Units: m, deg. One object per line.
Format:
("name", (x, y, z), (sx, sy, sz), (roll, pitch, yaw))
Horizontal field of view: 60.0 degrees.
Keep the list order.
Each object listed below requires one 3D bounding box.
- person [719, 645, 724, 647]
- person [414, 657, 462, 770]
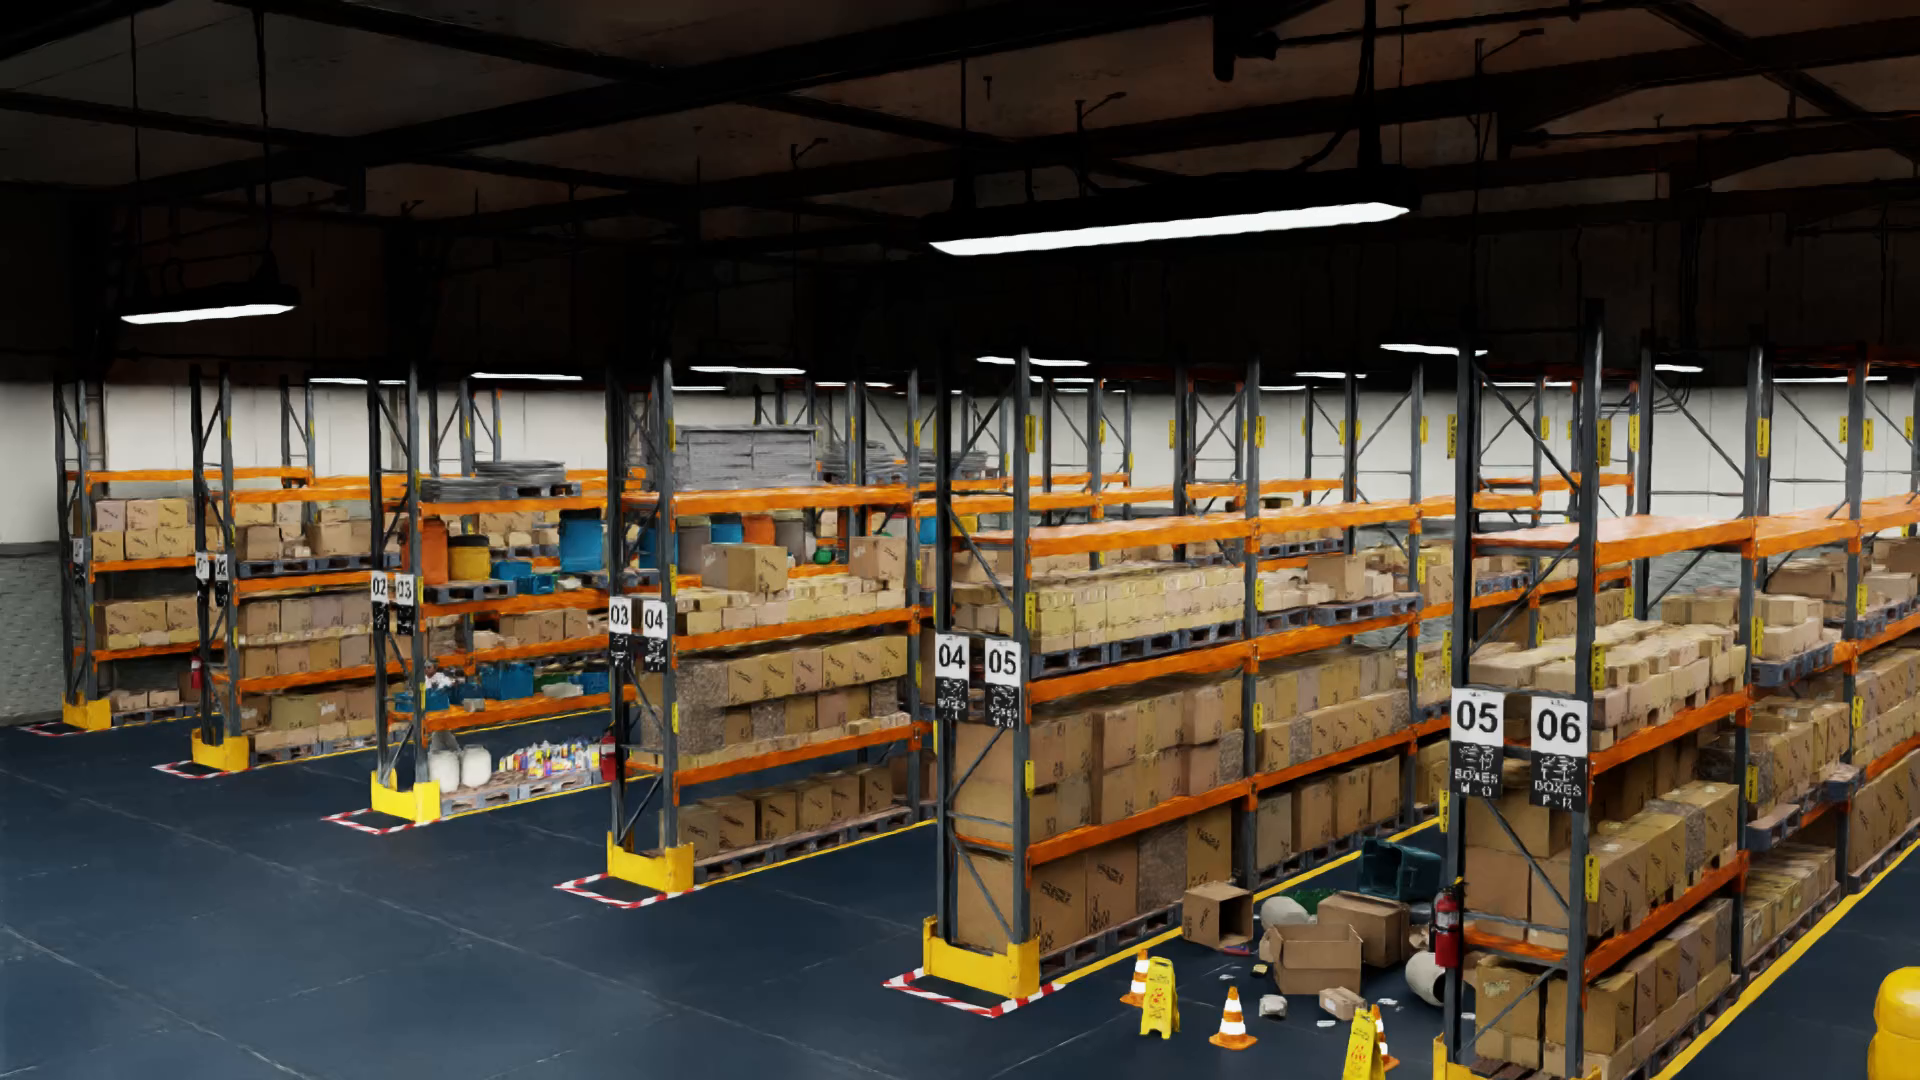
("person", (-3.858, 2.358, 27.112), (0.592, 1.664, 0.570), (-3, 5, -38))
("person", (-7.711, 2.534, 24.505), (0.562, 1.684, 1.100), (2, 5, 31))
